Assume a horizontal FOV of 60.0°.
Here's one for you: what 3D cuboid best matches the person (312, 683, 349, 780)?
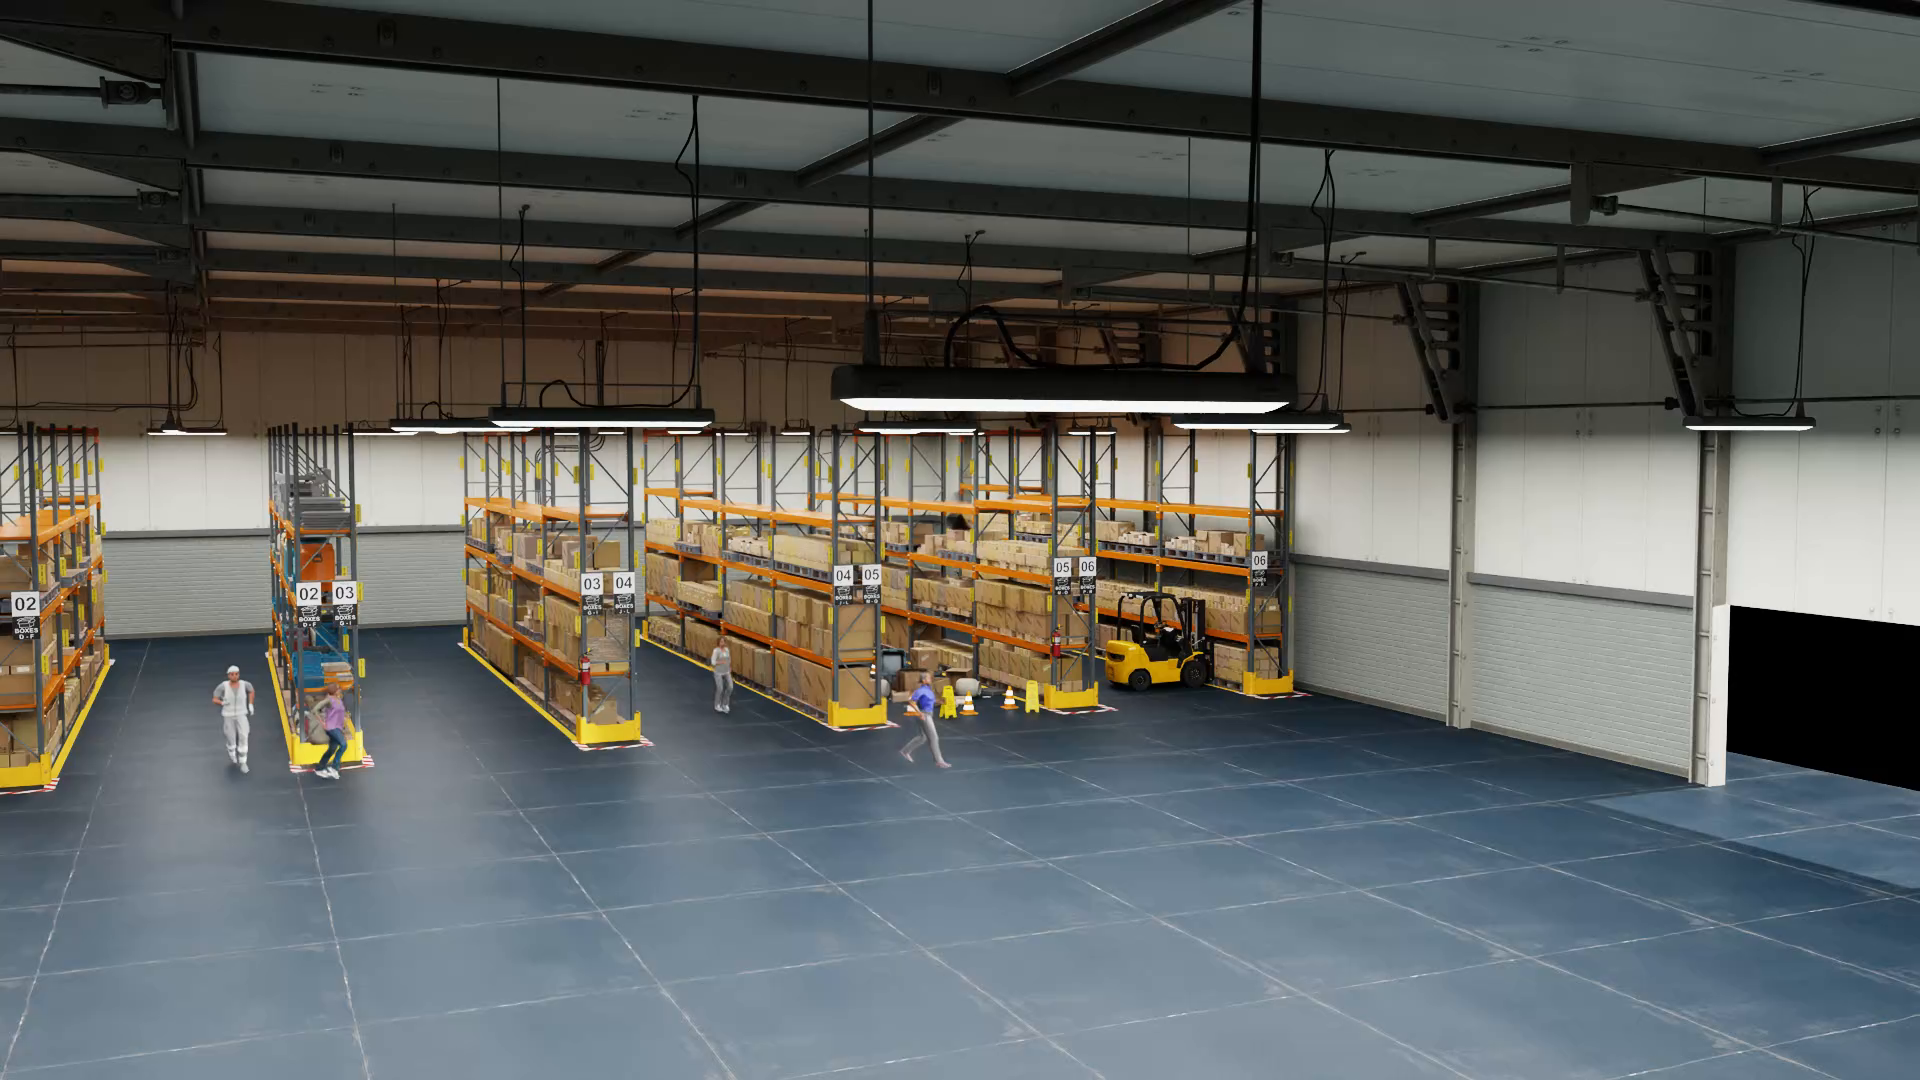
[{"bbox_3d":[-10.579,3.225,28.055,0.596,1.600,0.549,0,3,1],"label":"person"}]

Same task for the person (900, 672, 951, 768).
[{"bbox_3d":[-0.607,3.109,28.859,0.941,1.644,0.574,1,4,10],"label":"person"}]

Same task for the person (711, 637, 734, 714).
[{"bbox_3d":[-4.926,2.812,34.590,0.517,1.608,0.639,-2,4,-34],"label":"person"}]

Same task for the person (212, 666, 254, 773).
[{"bbox_3d":[-12.566,3.070,28.798,0.683,1.808,0.937,-2,4,-27],"label":"person"}]
